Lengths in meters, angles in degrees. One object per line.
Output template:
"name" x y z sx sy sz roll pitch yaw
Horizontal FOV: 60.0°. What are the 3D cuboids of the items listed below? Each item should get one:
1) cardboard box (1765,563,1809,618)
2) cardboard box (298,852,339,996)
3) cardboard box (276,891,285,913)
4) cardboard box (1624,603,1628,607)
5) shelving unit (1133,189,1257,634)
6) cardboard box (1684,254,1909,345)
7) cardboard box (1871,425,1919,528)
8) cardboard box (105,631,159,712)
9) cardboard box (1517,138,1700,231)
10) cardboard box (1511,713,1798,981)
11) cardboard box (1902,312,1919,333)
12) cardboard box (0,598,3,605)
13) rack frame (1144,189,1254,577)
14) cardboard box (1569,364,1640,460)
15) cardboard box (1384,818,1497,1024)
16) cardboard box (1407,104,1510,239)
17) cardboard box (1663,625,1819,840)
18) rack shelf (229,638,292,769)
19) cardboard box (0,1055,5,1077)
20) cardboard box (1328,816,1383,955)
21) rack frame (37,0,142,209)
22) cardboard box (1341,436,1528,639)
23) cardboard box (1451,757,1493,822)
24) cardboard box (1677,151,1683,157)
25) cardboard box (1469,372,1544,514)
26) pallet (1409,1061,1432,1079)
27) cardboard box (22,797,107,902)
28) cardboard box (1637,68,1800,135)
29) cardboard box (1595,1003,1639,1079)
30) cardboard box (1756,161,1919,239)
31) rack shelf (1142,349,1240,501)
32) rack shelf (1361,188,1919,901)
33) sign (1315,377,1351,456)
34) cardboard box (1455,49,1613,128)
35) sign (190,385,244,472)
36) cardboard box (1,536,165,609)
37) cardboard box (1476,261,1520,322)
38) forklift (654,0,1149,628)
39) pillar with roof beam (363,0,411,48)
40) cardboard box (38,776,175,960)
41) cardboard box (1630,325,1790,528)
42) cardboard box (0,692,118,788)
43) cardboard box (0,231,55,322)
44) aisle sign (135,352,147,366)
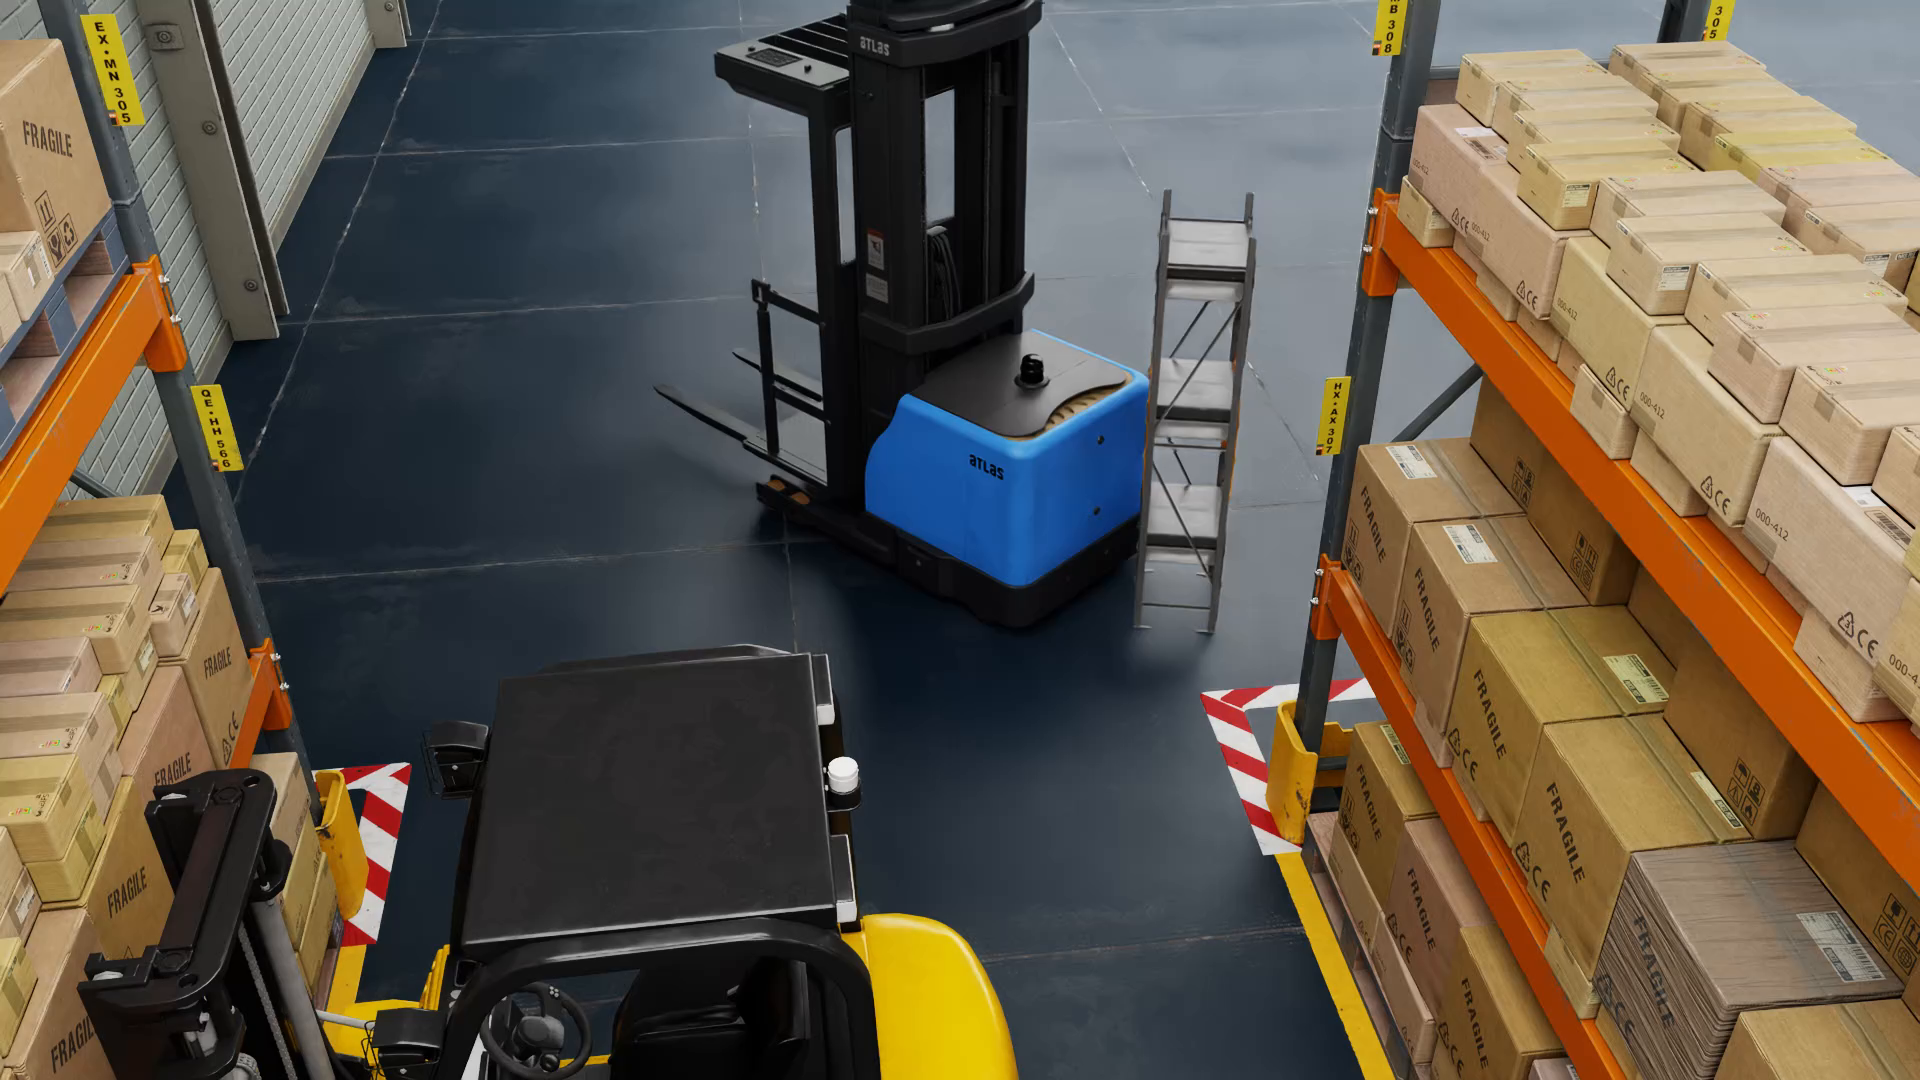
"cardboard box" 2.030 0.080 3.657 0.380 0.149 0.250 -4 34 -5
"cardboard box" -2.630 1.442 6.168 0.500 0.250 0.500 -4 34 -6
"cardboard box" -2.561 1.308 5.476 0.500 0.250 0.500 -4 34 -6
"cardboard box" 2.321 0.261 5.480 0.500 0.500 0.500 -4 35 -6
"shelving unit" 1.085 -0.556 7.831 0.431 2.100 0.503 4 34 6
"cardboard box" 1.931 -0.537 3.854 0.380 0.149 0.250 -4 34 -5
"cardboard box" 2.035 -0.111 3.229 0.380 0.149 0.250 -5 35 -7
"cardboard box" -2.644 0.394 4.972 0.380 0.149 0.250 -4 34 -5
"cardboard box" 1.740 -0.959 4.474 0.380 0.149 0.250 -4 35 -7
"cardboard box" 1.920 0.840 4.629 0.500 0.500 0.500 -5 35 -7
"cardboard box" 2.459 -0.321 3.891 0.500 0.250 0.500 -4 34 -6
"cardboard box" -3.121 0.274 5.149 0.380 0.149 0.250 -4 35 -6
"rack frame" 1.115 -0.693 8.031 0.400 2.100 0.015 4 34 6
"cardboard box" 1.812 -0.342 4.277 0.380 0.149 0.250 -4 34 -6
"cardboard box" 1.825 1.292 5.723 0.500 0.500 0.500 -6 35 -8
"cardboard box" 1.715 -1.137 5.088 0.500 0.250 0.500 -5 35 -7
"cardboard box" 2.358 0.403 4.383 0.700 0.500 0.500 -5 35 -7
"rack shelf" -2.737 1.654 4.426 1.077 0.370 4.000 -4 35 -6
"cardboard box" -2.394 1.250 3.717 0.380 0.149 0.250 -5 35 -8
"cardboard box" 1.746 1.297 6.381 0.500 0.250 0.500 -5 35 -7
"rack frame" -3.006 -2.238 4.172 1.000 3.000 0.127 -4 35 -6
"cardboard box" 1.701 -0.016 5.885 0.500 0.500 0.500 -5 35 -7
"cardboard box" 1.812 0.753 5.333 0.380 0.149 0.250 -3 34 -5
"cardboard box" 2.248 -1.172 5.141 0.500 0.250 0.500 -5 35 -7
"cardboard box" 2.197 -0.446 5.629 0.700 0.500 0.500 -5 35 -8
"pallet" 2.157 2.193 5.473 1.003 0.211 1.213 -4 35 -6
"cardboard box" -2.485 0.818 4.350 0.380 0.149 0.250 -4 34 -6
"cardboard box" 2.246 -1.289 4.958 0.380 0.149 0.250 -4 34 -6
"cardboard box" 1.960 1.331 4.485 0.380 0.149 0.250 -5 35 -7
"cardboard box" 2.308 -0.865 4.336 0.380 0.149 0.250 -4 35 -6
"rack shelf" 1.085 -0.545 7.838 0.431 0.518 0.480 4 34 6
"rack shelf" 2.181 0.037 4.136 1.077 0.370 4.000 -4 35 -6
"sign" 1.374 -0.454 6.112 0.100 0.325 0.005 -4 35 -6
"cardboard box" 1.758 -1.388 5.104 0.380 0.149 0.250 -5 35 -7
"sign" -2.467 -0.369 5.517 0.100 0.325 0.005 -4 35 -6
"cardboard box" -2.685 0.128 5.098 0.380 0.149 0.250 -4 35 -6
"cardboard box" 1.760 -0.773 4.909 0.380 0.149 0.250 -3 34 -5
"forklift" -0.472 -1.493 8.467 3.031 2.935 1.130 27 43 34
"pillar with roof beam" -1.154 -8.804 13.806 9.100 9.000 0.400 -4 35 -6
"cardboard box" -2.550 1.031 4.614 0.500 0.500 0.500 -5 35 -7
"cardboard box" 1.917 -0.281 3.833 0.500 0.250 0.500 -4 34 -5
"cardboard box" -2.518 0.553 4.474 0.380 0.149 0.250 -4 34 -5
"cardboard box" -2.594 -0.670 4.296 0.380 0.149 0.250 -5 35 -8
"aisle sign" -2.724 -0.892 5.216 0.394 0.787 0.004 -4 35 -6
